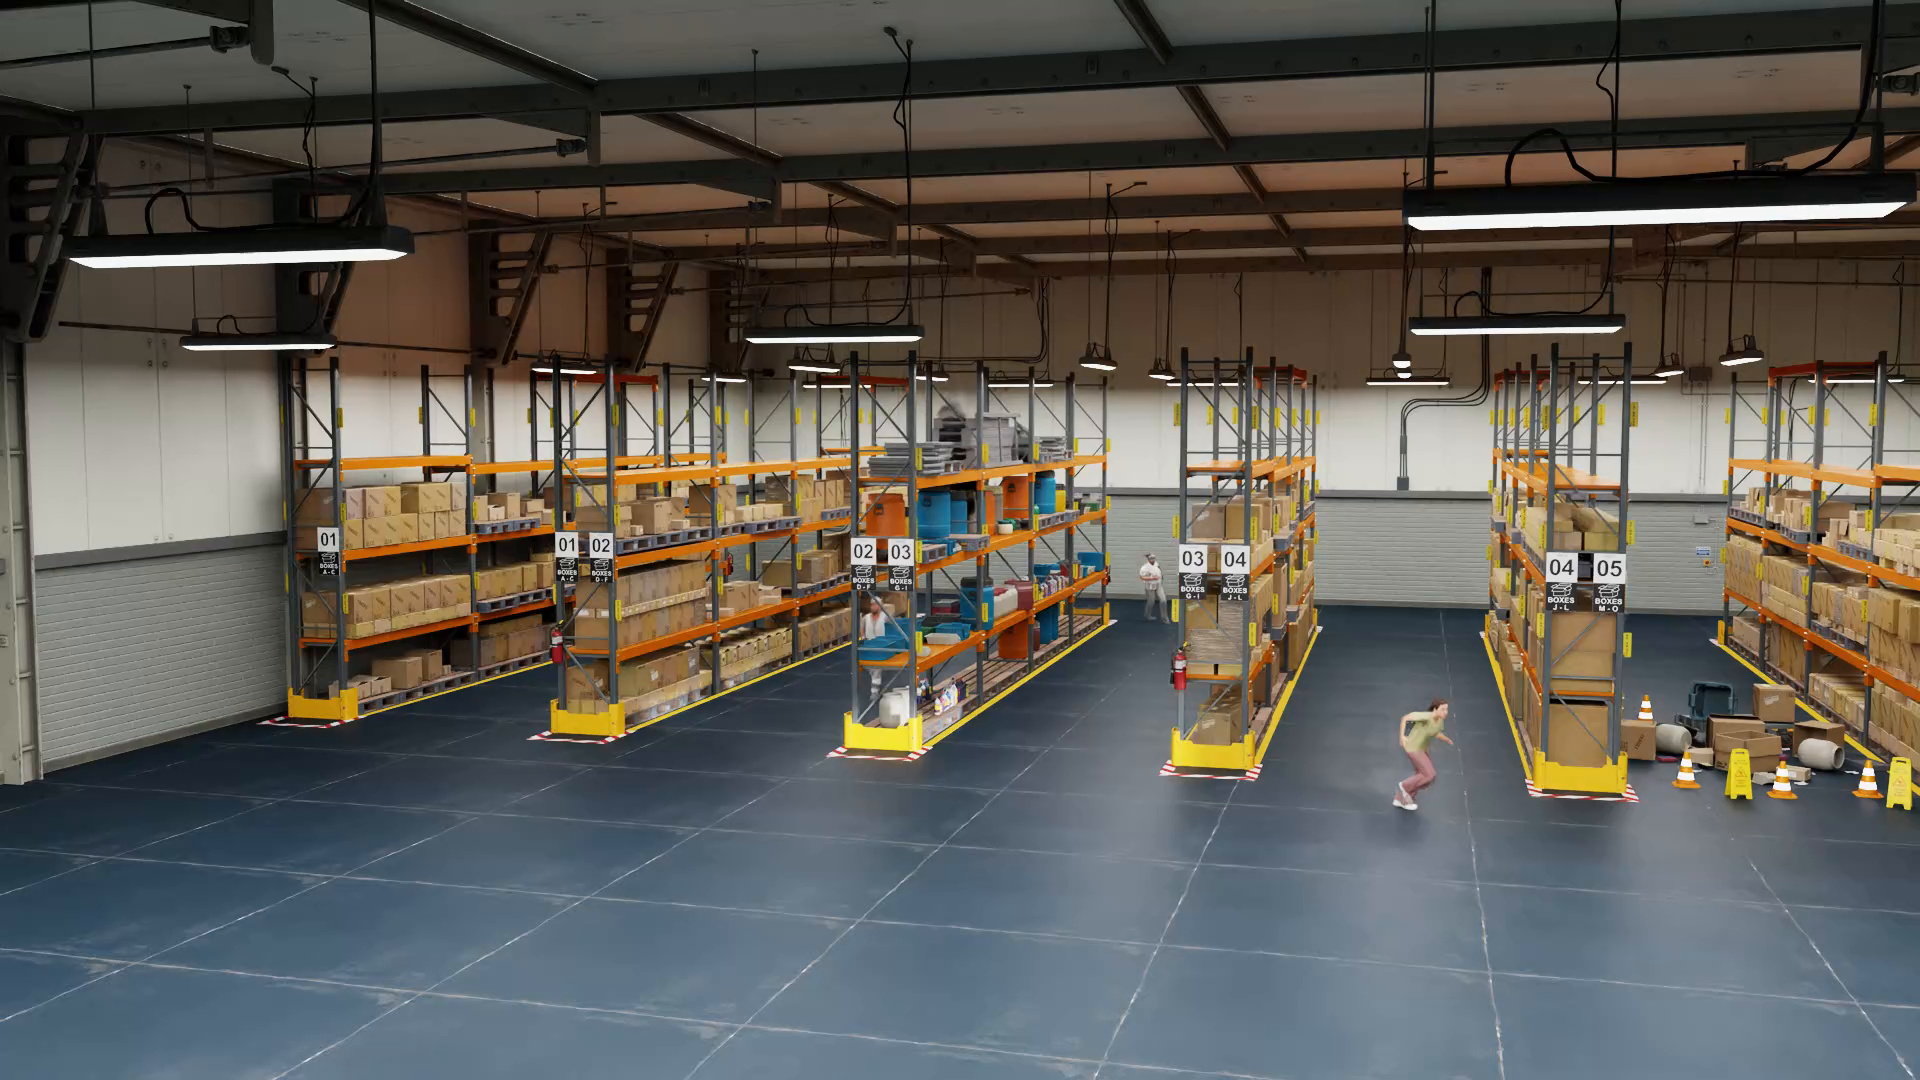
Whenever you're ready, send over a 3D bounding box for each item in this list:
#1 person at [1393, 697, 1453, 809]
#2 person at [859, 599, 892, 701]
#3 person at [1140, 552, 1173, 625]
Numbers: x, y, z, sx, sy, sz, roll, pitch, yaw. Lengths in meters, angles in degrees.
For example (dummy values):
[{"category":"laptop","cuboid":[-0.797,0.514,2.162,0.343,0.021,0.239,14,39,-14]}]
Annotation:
[{"category":"person","cuboid":[5.837,2.709,21.061,0.607,1.504,0.812,-3,5,-39]},{"category":"person","cuboid":[-1.479,1.933,29.762,0.667,1.786,0.956,1,4,12]},{"category":"person","cuboid":[4.671,1.178,40.536,0.739,1.775,0.854,-2,5,-27]}]
